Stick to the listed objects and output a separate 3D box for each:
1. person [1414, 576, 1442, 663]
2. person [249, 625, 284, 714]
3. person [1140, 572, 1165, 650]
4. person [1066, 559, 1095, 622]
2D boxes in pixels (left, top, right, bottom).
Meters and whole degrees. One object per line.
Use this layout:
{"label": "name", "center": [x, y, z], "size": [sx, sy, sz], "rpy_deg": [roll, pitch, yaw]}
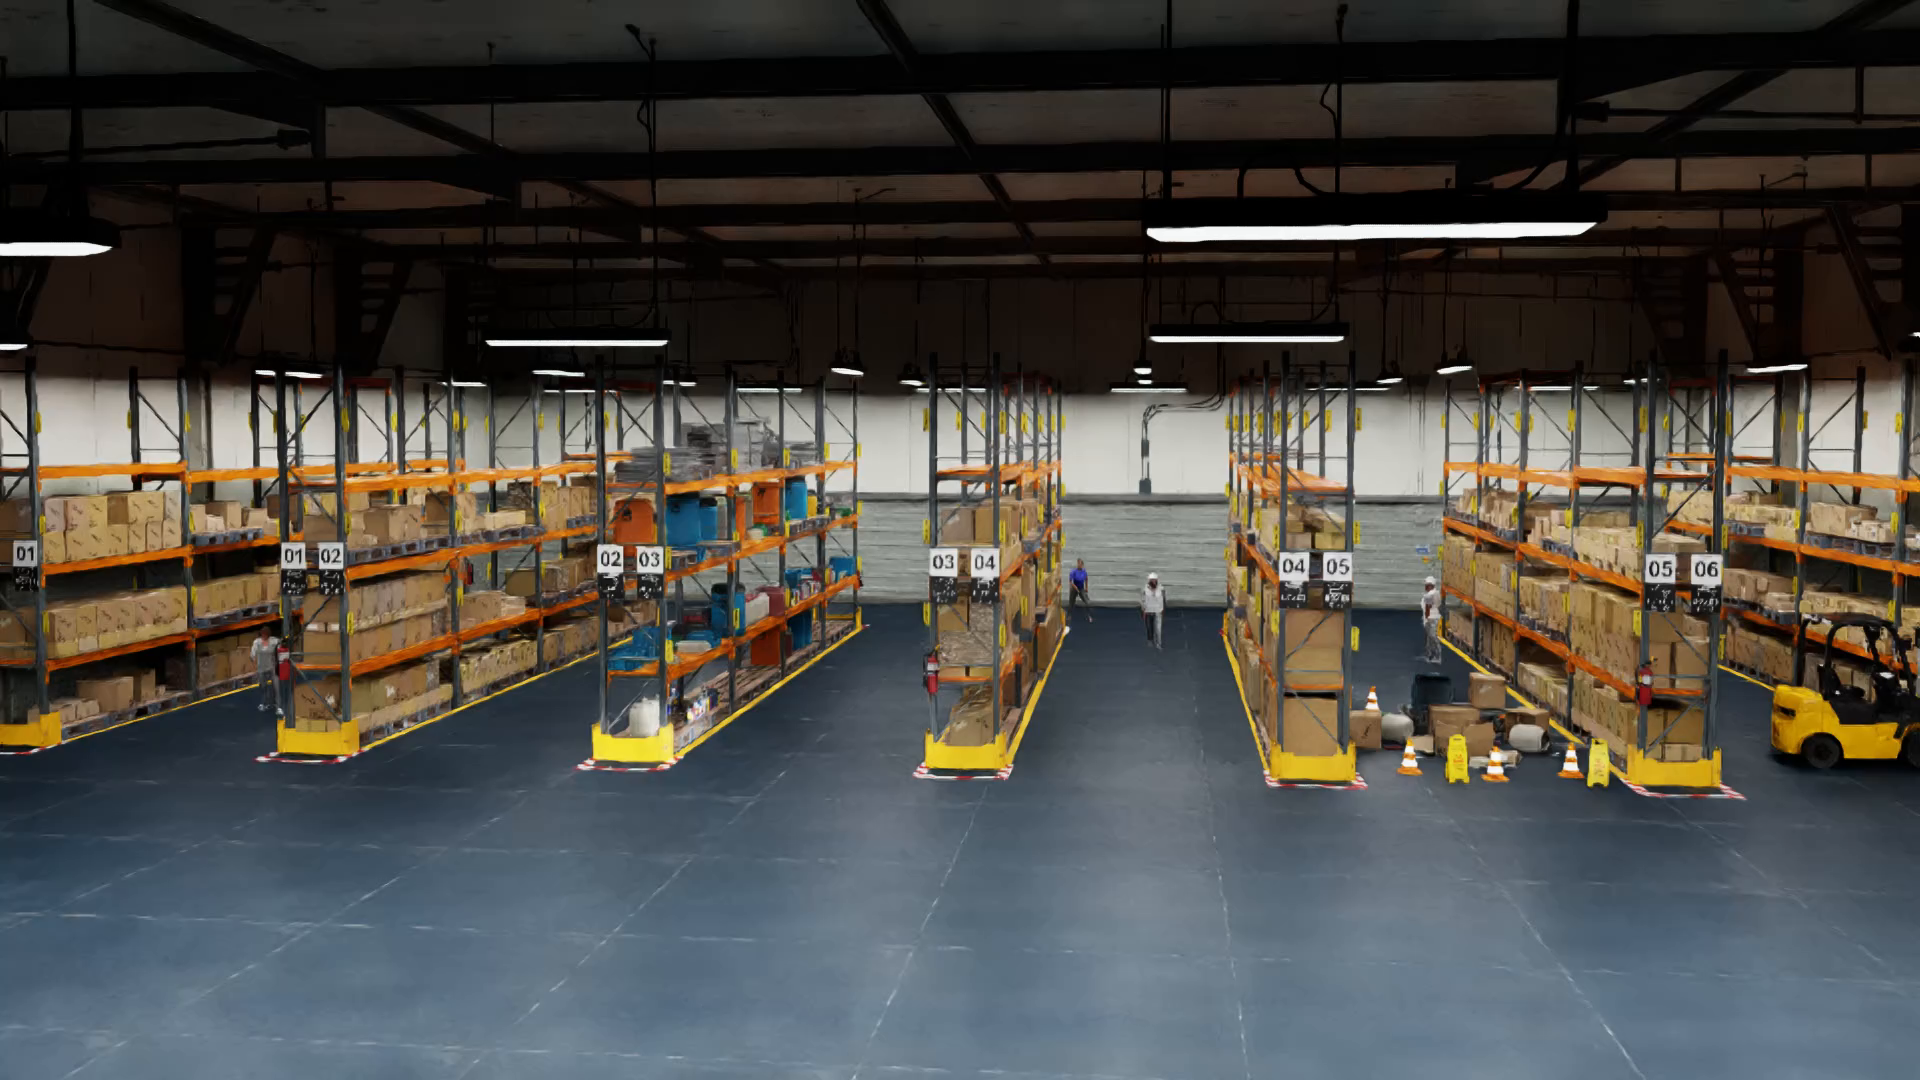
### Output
{"label": "person", "center": [9.779, 1.646, 34.675], "size": [0.596, 1.783, 0.673], "rpy_deg": [2, 4, 25]}
{"label": "person", "center": [-11.887, 2.205, 28.588], "size": [0.561, 1.525, 0.788], "rpy_deg": [-1, 4, -11]}
{"label": "person", "center": [4.252, 1.549, 36.691], "size": [0.543, 1.700, 1.115], "rpy_deg": [1, 4, 9]}
{"label": "person", "center": [2.986, 1.264, 41.642], "size": [0.627, 1.582, 0.794], "rpy_deg": [-1, 4, -12]}
